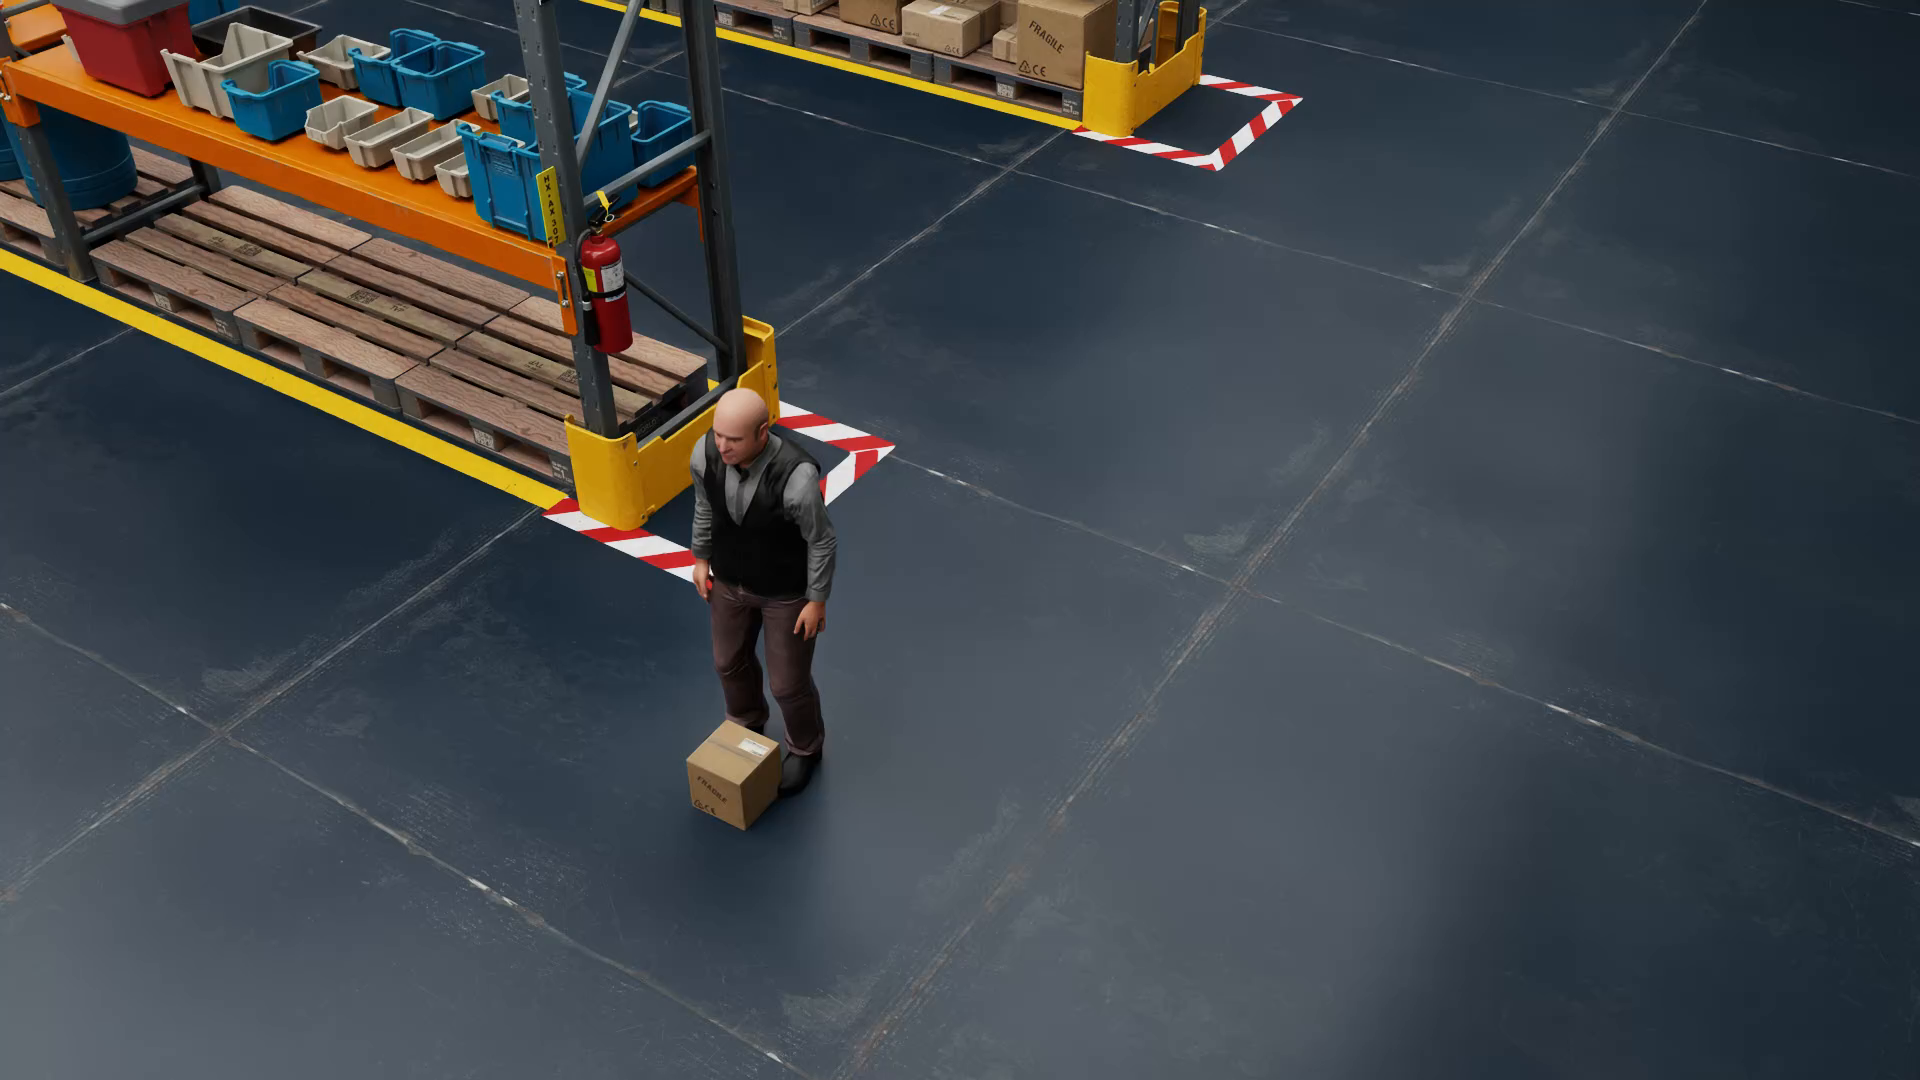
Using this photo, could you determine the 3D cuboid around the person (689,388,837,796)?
[{"bbox_3d":[-0.695,0.152,5.980,0.575,1.720,0.420,20,42,23],"label":"person"}]
